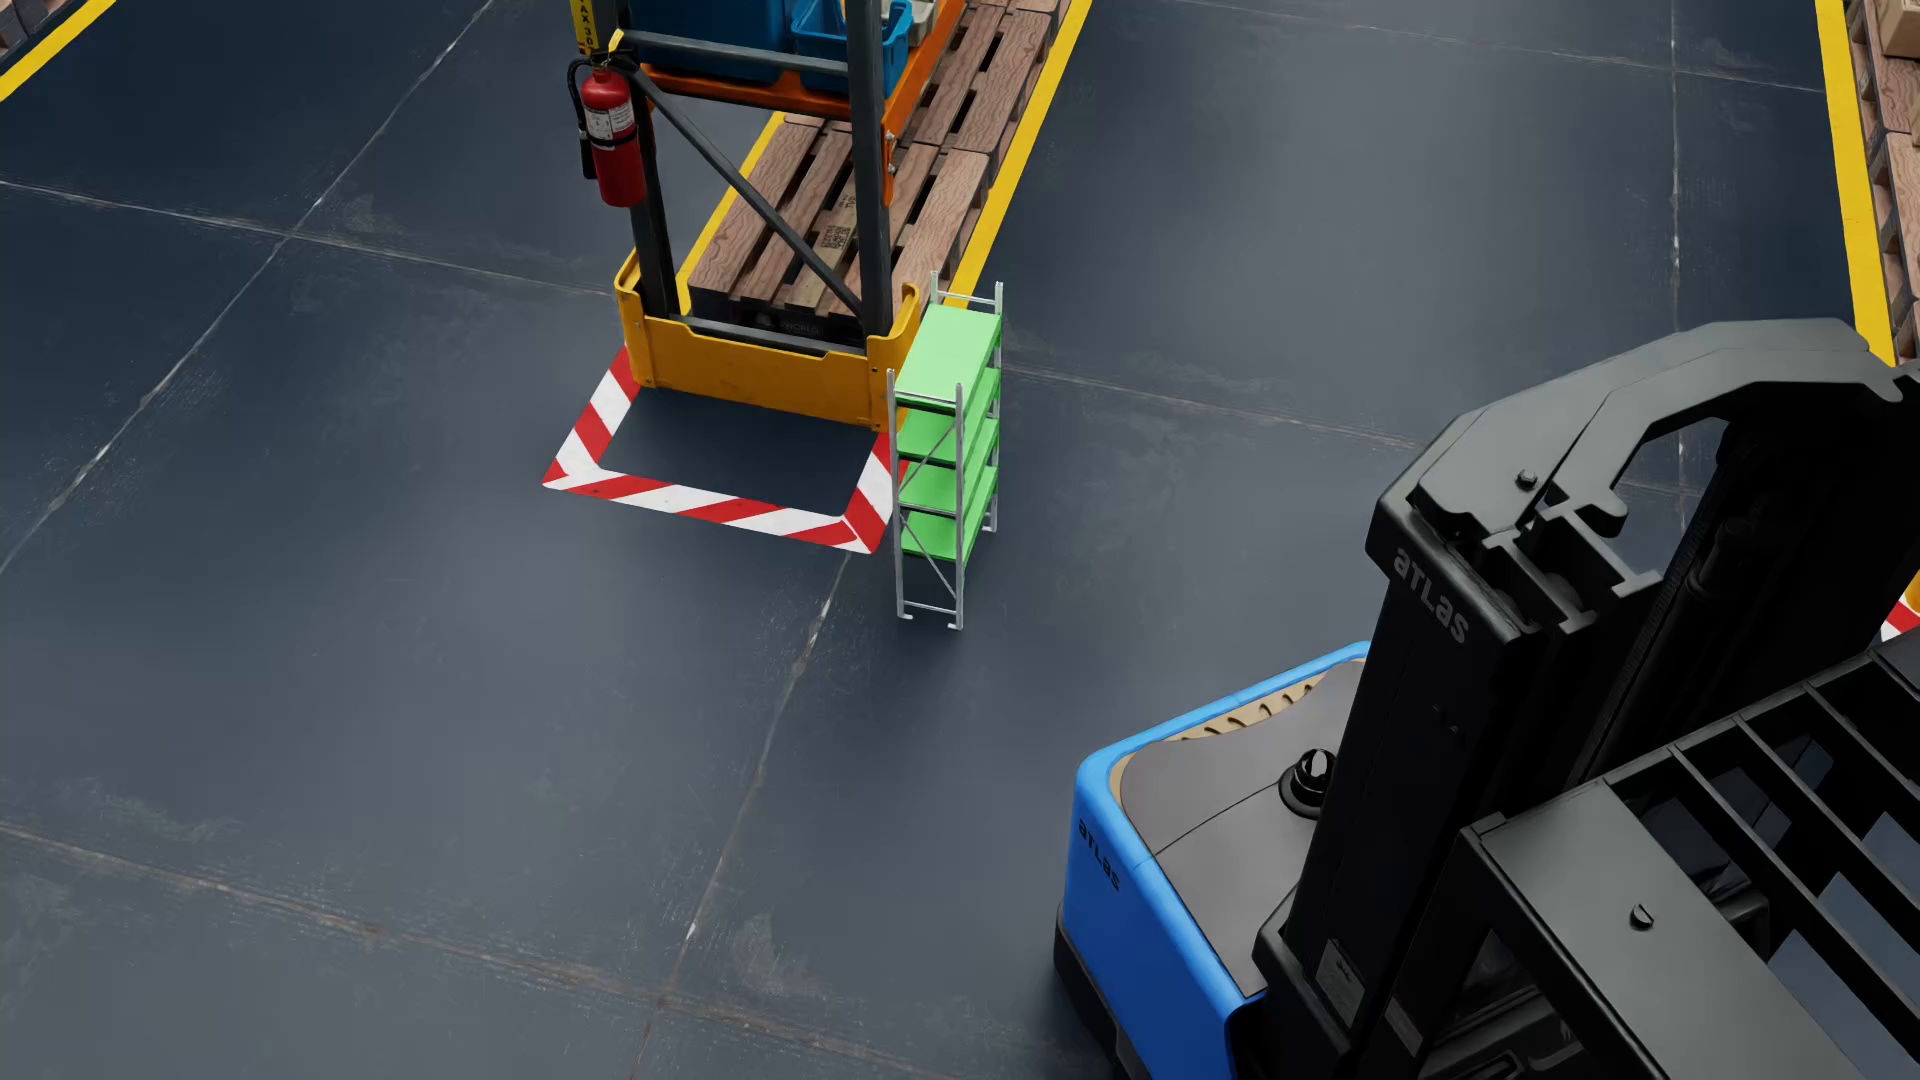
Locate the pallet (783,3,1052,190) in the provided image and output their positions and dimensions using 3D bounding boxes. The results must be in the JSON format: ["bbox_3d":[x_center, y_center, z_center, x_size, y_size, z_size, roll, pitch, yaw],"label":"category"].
[{"bbox_3d":[-0.180,-2.210,8.059,1.003,0.211,1.213,12,50,10],"label":"pallet"}]

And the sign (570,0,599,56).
[{"bbox_3d":[-1.293,-1.815,5.742,0.100,0.325,0.005,12,50,10],"label":"sign"}]

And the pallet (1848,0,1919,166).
[{"bbox_3d":[4.891,-2.157,8.014,1.003,0.211,1.213,12,50,10],"label":"pallet"}]

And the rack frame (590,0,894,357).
[{"bbox_3d":[-0.758,-1.664,5.718,1.000,3.000,0.127,12,50,10],"label":"rack frame"}]

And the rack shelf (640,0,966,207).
[{"bbox_3d":[-0.232,-2.872,7.264,1.077,0.370,4.000,12,50,10],"label":"rack shelf"}]

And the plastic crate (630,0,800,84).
[{"bbox_3d":[-0.850,-1.974,5.928,0.616,0.435,0.499,12,50,10],"label":"plastic crate"}]

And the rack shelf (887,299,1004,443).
[{"bbox_3d":[-0.044,-0.553,5.383,0.258,0.148,0.480,12,50,10],"label":"rack shelf"}]

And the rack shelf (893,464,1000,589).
[{"bbox_3d":[-0.044,-0.076,5.922,0.258,0.148,0.480,12,50,10],"label":"rack shelf"}]

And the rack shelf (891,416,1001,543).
[{"bbox_3d":[-0.044,-0.235,5.742,0.258,0.148,0.480,12,50,10],"label":"rack shelf"}]

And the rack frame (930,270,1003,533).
[{"bbox_3d":[0.021,-0.454,5.850,0.240,1.200,0.015,12,50,10],"label":"rack frame"}]

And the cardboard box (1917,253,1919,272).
[{"bbox_3d":[4.204,-1.042,6.710,0.500,0.250,0.500,12,50,10],"label":"cardboard box"}]

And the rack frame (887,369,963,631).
[{"bbox_3d":[-0.108,-0.101,5.539,0.240,1.200,0.015,12,50,10],"label":"rack frame"}]

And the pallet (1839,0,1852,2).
[{"bbox_3d":[5.250,-3.250,8.978,1.003,0.211,1.213,12,50,10],"label":"pallet"}]

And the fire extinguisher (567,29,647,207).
[{"bbox_3d":[-1.236,-1.495,5.869,0.296,0.674,0.183,12,50,10],"label":"fire extinguisher"}]

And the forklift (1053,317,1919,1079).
[{"bbox_3d":[1.384,1.150,3.281,1.130,2.935,3.031,-20,52,-17],"label":"forklift"}]

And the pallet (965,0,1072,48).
[{"bbox_3d":[0.139,-3.095,8.841,1.003,0.211,1.213,12,50,10],"label":"pallet"}]

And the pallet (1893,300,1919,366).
[{"bbox_3d":[4.249,-0.393,6.456,1.003,0.211,1.213,12,50,10],"label":"pallet"}]

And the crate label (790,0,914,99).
[{"bbox_3d":[-0.375,-1.742,5.858,0.416,0.233,0.303,12,50,10],"label":"crate label"}]

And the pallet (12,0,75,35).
[{"bbox_3d":[-5.078,-3.192,8.926,1.003,0.211,1.213,12,50,10],"label":"pallet"}]

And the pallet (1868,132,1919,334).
[{"bbox_3d":[4.572,-1.272,7.232,1.003,0.211,1.213,12,50,10],"label":"pallet"}]

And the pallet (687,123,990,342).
[{"bbox_3d":[-0.503,-1.330,7.283,1.003,0.211,1.213,12,50,10],"label":"pallet"}]

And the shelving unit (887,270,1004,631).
[{"bbox_3d":[-0.044,-0.277,5.694,0.258,1.200,0.503,12,50,10],"label":"shelving unit"}]

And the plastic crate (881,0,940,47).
[{"bbox_3d":[-0.211,-1.926,6.085,0.250,0.136,0.298,12,50,10],"label":"plastic crate"}]

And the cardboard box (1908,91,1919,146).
[{"bbox_3d":[4.535,-1.896,7.519,0.380,0.166,0.250,12,50,10],"label":"cardboard box"}]

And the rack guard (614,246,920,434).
[{"bbox_3d":[-0.752,-0.817,6.637,1.175,0.500,0.348,12,50,10],"label":"rack guard"}]

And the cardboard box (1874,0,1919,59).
[{"bbox_3d":[4.753,-2.572,8.019,0.500,0.311,0.500,12,50,10],"label":"cardboard box"}]

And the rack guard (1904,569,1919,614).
[{"bbox_3d":[4.040,0.089,5.838,1.175,0.500,0.348,12,50,10],"label":"rack guard"}]

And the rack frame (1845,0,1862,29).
[{"bbox_3d":[5.073,-3.577,7.406,1.000,3.000,0.127,12,50,10],"label":"rack frame"}]

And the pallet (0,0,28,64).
[{"bbox_3d":[-5.401,-2.312,8.150,1.003,0.211,1.213,12,50,10],"label":"pallet"}]

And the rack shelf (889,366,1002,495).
[{"bbox_3d":[-0.044,-0.394,5.562,0.258,0.148,0.480,12,50,10],"label":"rack shelf"}]
